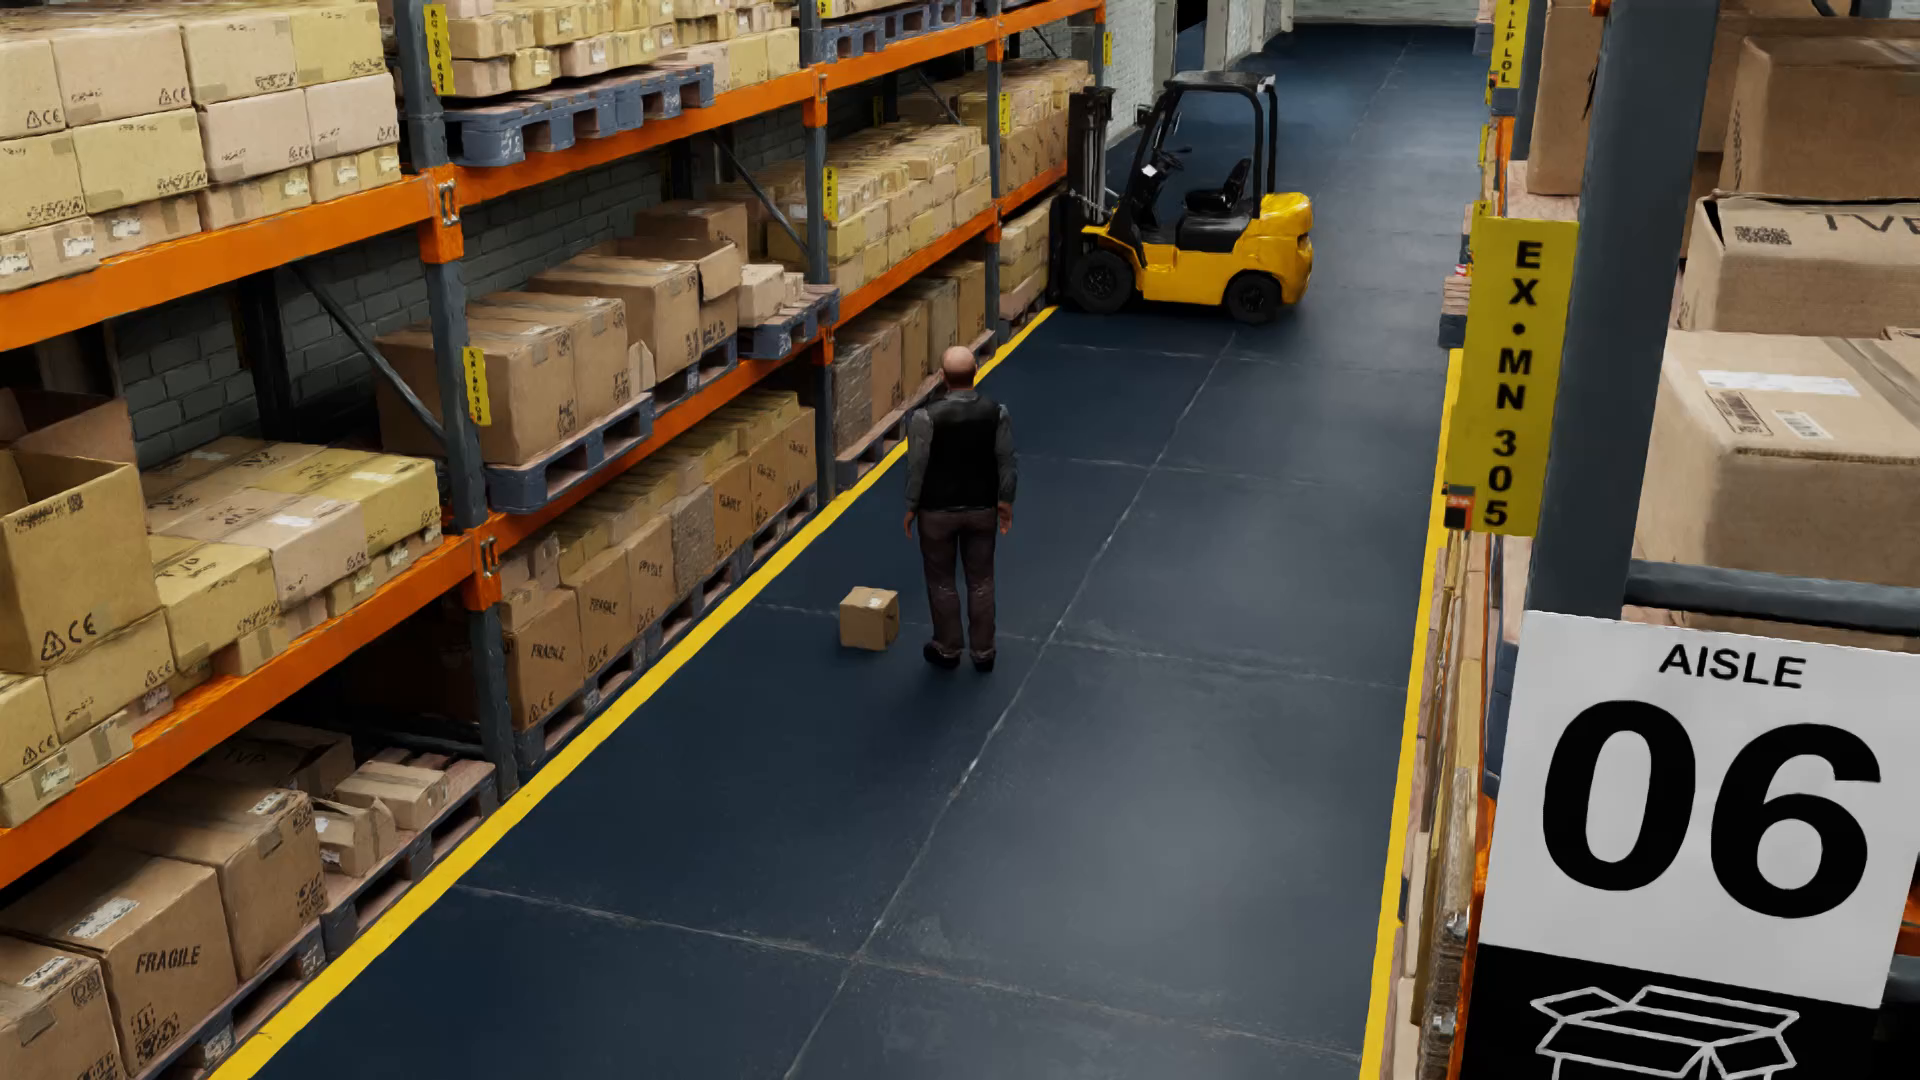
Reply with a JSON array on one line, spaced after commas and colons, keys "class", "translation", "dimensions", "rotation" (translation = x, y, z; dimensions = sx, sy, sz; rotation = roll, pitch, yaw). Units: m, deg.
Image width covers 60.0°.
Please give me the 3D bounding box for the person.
[{"class": "person", "translation": [-0.011, -0.156, 8.488], "dimensions": [0.573, 1.739, 0.409], "rotation": [-6, 23, -15]}]
